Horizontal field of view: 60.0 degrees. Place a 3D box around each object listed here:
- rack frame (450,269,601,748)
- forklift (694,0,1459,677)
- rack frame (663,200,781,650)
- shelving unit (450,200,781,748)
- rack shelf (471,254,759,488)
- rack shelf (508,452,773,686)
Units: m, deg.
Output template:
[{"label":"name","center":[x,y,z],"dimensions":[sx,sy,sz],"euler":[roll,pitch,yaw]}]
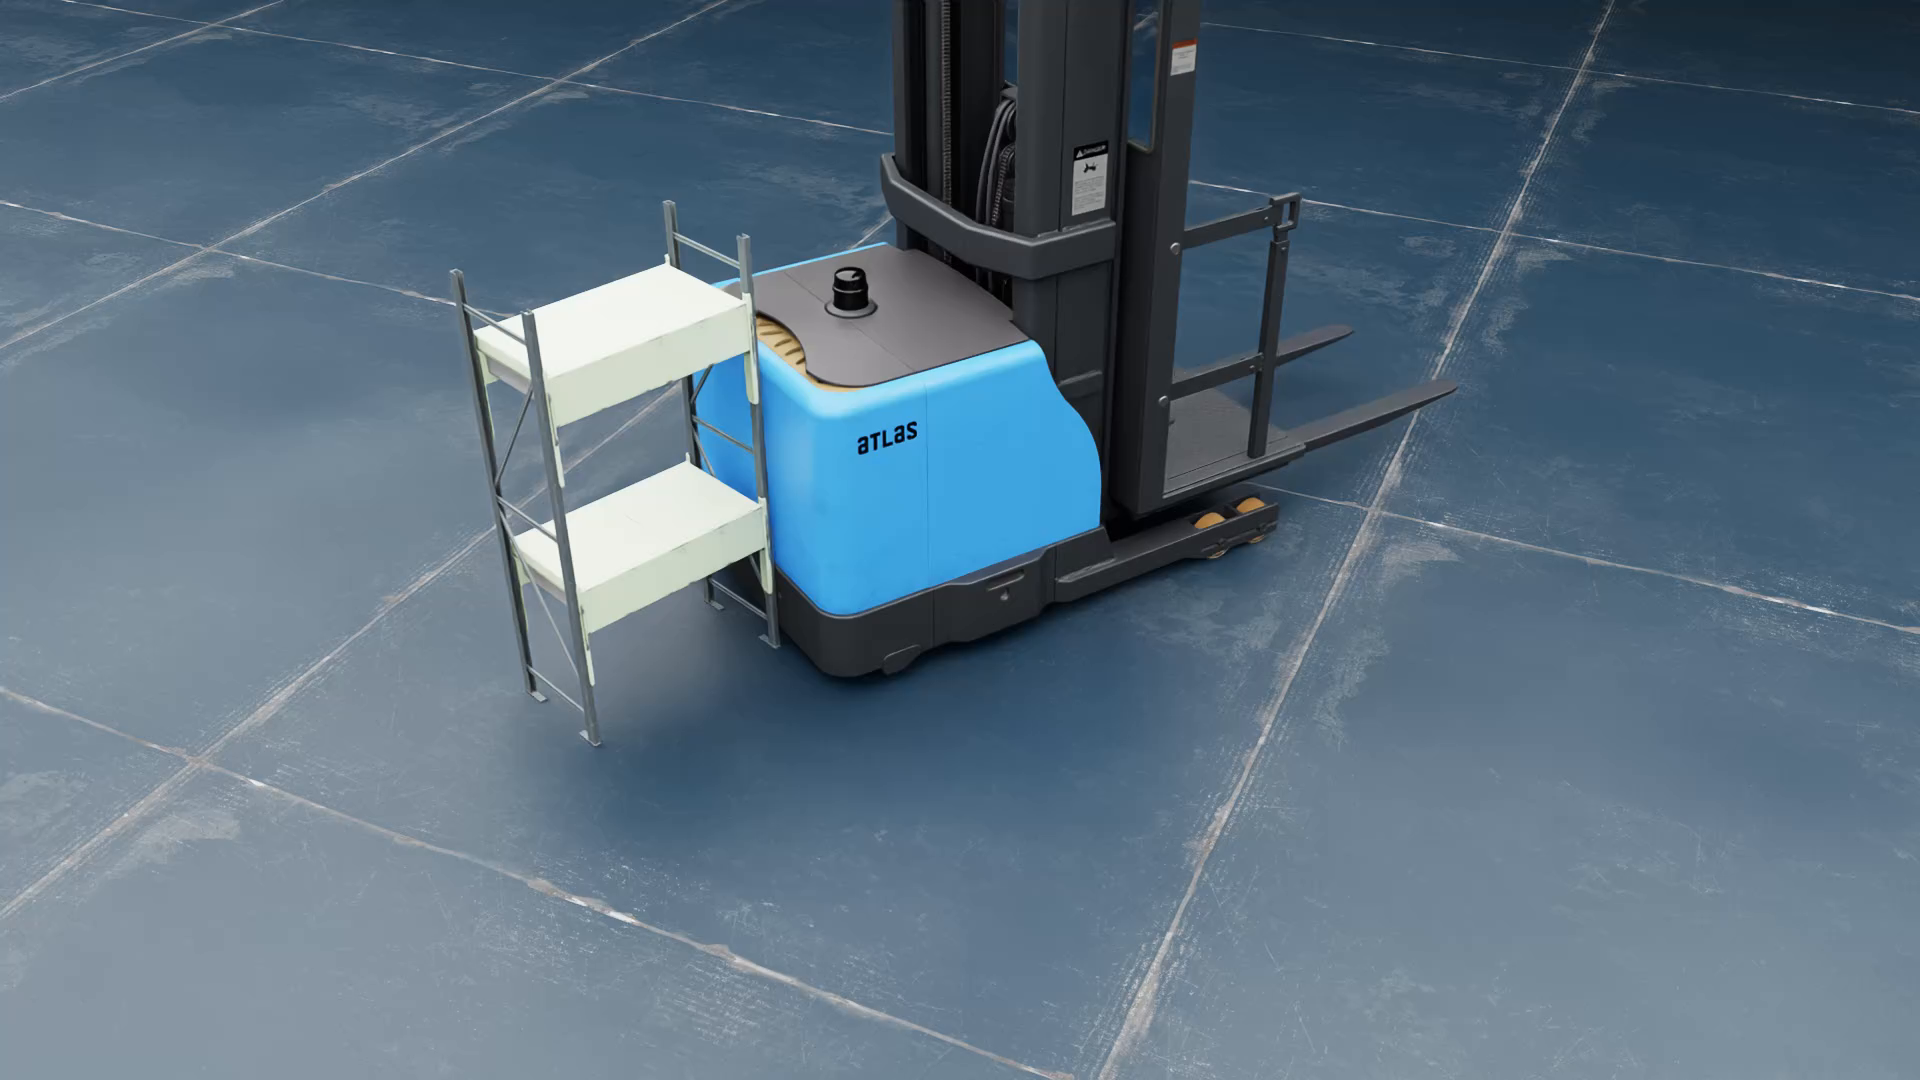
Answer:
[{"label":"rack frame","center":[-1.284,-0.053,4.964],"dimensions":[0.023,1.500,0.400],"euler":[-28,43,-36]},{"label":"forklift","center":[0.590,-1.382,5.684],"dimensions":[3.031,2.935,1.130],"euler":[-19,38,-27]},{"label":"rack frame","center":[-0.763,-0.335,5.394],"dimensions":[0.023,1.500,0.400],"euler":[-28,43,-36]},{"label":"shelving unit","center":[-1.024,-0.194,5.179],"dimensions":[0.755,1.500,0.431],"euler":[-28,43,-36]},{"label":"rack shelf","center":[-1.024,-0.521,4.965],"dimensions":[0.720,0.370,0.431],"euler":[-28,43,-36]},{"label":"rack shelf","center":[-1.024,0.078,5.357],"dimensions":[0.720,0.370,0.431],"euler":[-28,43,-36]}]
